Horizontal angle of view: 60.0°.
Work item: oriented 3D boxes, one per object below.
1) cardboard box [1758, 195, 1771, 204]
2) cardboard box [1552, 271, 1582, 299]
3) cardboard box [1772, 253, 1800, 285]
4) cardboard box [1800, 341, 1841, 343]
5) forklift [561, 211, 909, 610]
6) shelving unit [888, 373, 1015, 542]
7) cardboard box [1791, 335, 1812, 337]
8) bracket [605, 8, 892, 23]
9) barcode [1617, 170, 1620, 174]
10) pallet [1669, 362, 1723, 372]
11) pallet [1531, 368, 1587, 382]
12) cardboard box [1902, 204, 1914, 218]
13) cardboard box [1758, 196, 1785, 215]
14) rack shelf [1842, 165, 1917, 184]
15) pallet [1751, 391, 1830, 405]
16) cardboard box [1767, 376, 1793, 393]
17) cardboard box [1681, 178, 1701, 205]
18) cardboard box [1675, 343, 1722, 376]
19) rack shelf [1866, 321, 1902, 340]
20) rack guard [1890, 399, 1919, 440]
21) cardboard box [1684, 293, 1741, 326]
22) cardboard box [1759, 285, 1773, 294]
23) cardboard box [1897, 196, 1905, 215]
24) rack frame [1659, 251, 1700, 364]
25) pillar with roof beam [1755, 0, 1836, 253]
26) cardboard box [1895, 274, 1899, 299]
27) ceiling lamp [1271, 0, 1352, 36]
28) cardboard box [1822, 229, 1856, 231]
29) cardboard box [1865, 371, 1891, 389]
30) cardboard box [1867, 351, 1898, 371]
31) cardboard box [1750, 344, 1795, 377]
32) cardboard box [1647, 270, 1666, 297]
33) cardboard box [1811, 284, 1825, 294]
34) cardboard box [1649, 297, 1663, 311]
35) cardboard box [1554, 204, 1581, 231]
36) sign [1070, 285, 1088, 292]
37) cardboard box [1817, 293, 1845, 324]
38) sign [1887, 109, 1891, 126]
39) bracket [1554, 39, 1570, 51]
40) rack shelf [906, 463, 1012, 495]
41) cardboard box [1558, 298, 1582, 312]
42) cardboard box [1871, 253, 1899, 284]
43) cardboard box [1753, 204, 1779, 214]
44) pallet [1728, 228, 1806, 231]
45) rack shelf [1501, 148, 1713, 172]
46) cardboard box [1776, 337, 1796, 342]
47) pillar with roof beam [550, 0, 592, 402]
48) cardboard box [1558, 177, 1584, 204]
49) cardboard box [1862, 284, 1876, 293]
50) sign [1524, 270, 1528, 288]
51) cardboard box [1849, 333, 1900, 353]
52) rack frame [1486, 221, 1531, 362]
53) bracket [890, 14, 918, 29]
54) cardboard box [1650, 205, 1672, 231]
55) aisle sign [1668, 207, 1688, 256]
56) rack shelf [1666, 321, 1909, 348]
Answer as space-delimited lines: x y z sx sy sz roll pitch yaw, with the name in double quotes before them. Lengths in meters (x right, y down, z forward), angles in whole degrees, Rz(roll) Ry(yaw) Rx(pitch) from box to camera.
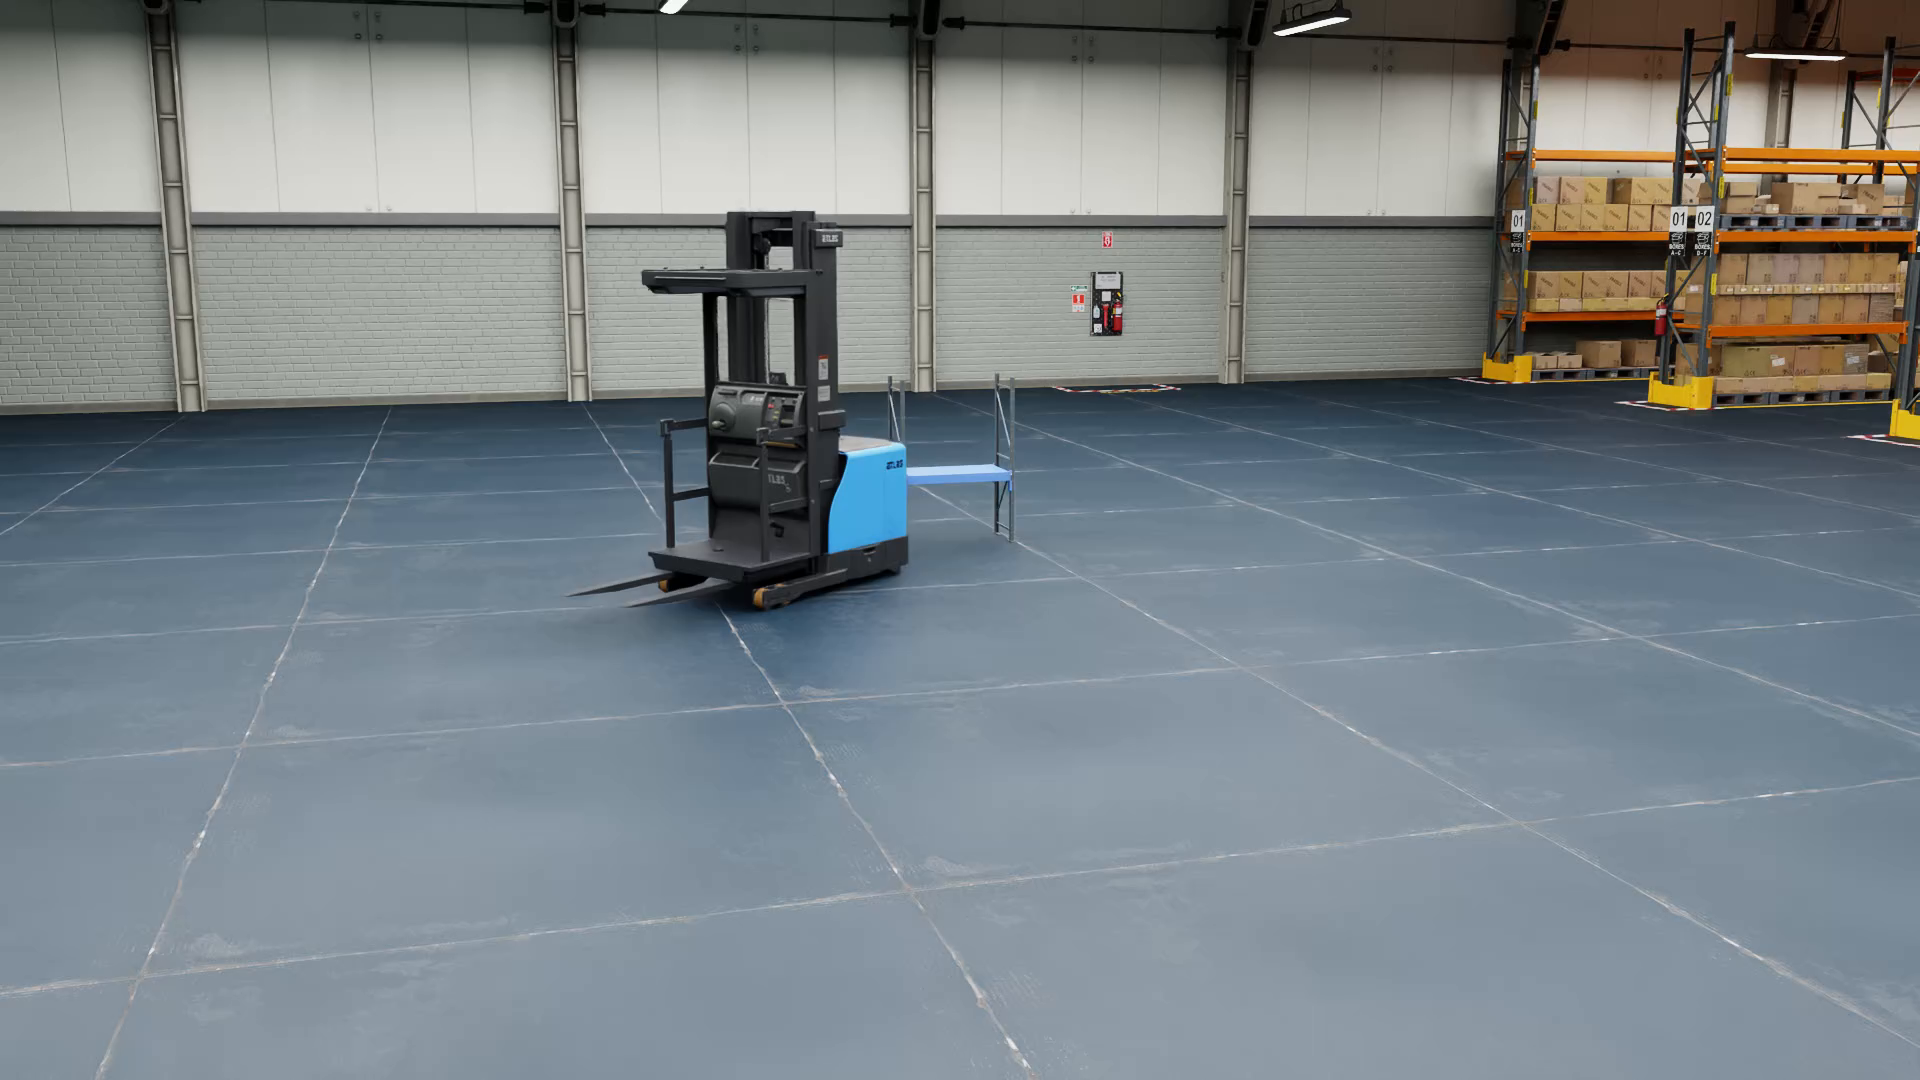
"cardboard box" 13.392 -5.534 27.441 0.500 0.311 0.500 -2 11 -9
"cardboard box" 11.457 -4.856 31.631 0.500 0.500 0.500 -3 11 -16
"cardboard box" 13.316 -4.460 27.330 0.500 0.500 0.700 -3 11 -16
"cardboard box" 14.656 -3.125 28.303 0.500 0.500 0.500 -3 11 -16
"forklift" -1.696 -1.016 12.675 1.130 2.935 3.031 7 13 35
"shelving unit" -0.082 -0.733 15.091 1.048 1.500 0.538 -3 11 -16
"cardboard box" 16.877 -4.253 33.687 0.500 0.250 0.500 -3 11 -15
"bracket" -3.443 -8.641 27.393 4.783 0.066 0.076 -3 11 -16
"barcode" 12.824 -7.172 32.393 0.075 0.075 0.001 -3 11 -16
"pallet" 15.025 -3.427 33.281 1.213 0.211 1.003 -3 11 -16
"pallet" 11.301 -3.223 32.177 1.213 0.211 1.003 -3 11 -16
"cardboard box" 16.261 -5.535 28.001 0.500 0.250 0.500 -2 11 -10
"cardboard box" 16.010 -6.566 32.908 0.500 0.500 0.500 -3 11 -18
"rack shelf" 20.039 -7.462 34.021 4.000 0.370 1.077 -3 11 -16
"pallet" 13.718 -2.431 27.871 1.213 0.211 1.003 -3 11 -16
"cardboard box" 13.362 -2.589 27.463 0.500 0.250 0.500 -3 11 -16
"cardboard box" 13.873 -6.712 32.046 0.500 0.500 0.500 -4 11 -21
"cardboard box" 12.258 -2.997 27.608 0.500 0.500 0.500 -3 11 -16
"rack shelf" 17.587 -3.645 28.751 4.000 0.370 1.077 -3 11 -16
"rack guard" 13.267 -1.617 22.650 0.348 0.500 1.175 -3 11 -16
"cardboard box" 12.278 -3.766 27.144 0.500 0.500 0.700 -3 11 -16
"cardboard box" 12.998 -4.084 27.083 0.250 0.149 0.380 -3 11 -17
"cardboard box" 19.062 -6.772 33.975 0.500 0.500 0.700 -4 11 -19
"rack frame" 14.278 -4.758 32.813 0.127 3.000 1.000 -3 11 -16
"pillar with roof beam" 17.832 -7.248 29.764 0.548 9.000 9.100 -3 11 -16
"cardboard box" 18.657 -5.146 33.767 0.500 0.500 0.500 -3 11 -14
"ceiling lamp" 5.077 -9.322 24.912 0.800 3.185 2.000 -3 11 -16
"cardboard box" 17.503 -6.319 33.194 0.500 0.311 0.500 -3 11 -16
"cardboard box" 15.282 -2.690 28.014 0.500 0.250 0.500 -3 11 -16
"cardboard box" 15.975 -3.098 28.679 0.500 0.311 0.500 -3 11 -16
"cardboard box" 13.359 -2.960 27.406 0.500 0.500 0.500 -3 11 -16
"cardboard box" 13.433 -4.959 32.192 0.500 0.500 0.500 -3 11 -16
"cardboard box" 13.992 -4.137 27.368 0.250 0.149 0.380 -3 11 -14
"cardboard box" 13.428 -4.594 32.279 0.500 0.250 0.500 -3 11 -16
"cardboard box" 11.354 -6.085 31.401 0.500 0.500 0.500 -2 11 -12
"sign" 2.171 -4.587 30.317 0.331 0.109 0.001 -3 11 -16
"cardboard box" 14.255 -3.871 27.714 0.500 0.500 0.700 -3 11 -15
"sign" 18.280 -8.316 32.768 0.005 0.325 0.100 -3 11 -16
"bracket" 11.366 -9.422 31.633 0.430 0.232 0.235 -3 11 -16
"rack shelf" -0.082 -0.556 15.123 1.000 0.185 0.538 -3 11 -16
"cardboard box" 11.490 -4.490 31.716 0.500 0.250 0.500 -3 11 -18
"cardboard box" 15.242 -4.561 27.882 0.500 0.500 0.700 -3 11 -16
"cardboard box" 13.005 -5.351 26.894 0.250 0.149 0.380 -3 11 -16
"pallet" 15.896 -6.207 32.916 1.003 0.211 1.213 -3 11 -16
"rack shelf" 12.358 -7.252 31.786 4.000 0.370 1.077 -3 11 -16
"cardboard box" 16.446 -3.867 33.657 0.500 0.500 0.700 -3 11 -16
"pillar with roof beam" -5.211 -6.033 23.167 0.548 9.000 9.100 -3 11 -16
"cardboard box" 11.371 -6.576 31.307 0.500 0.500 0.500 -3 11 -17
"cardboard box" 14.977 -4.189 27.651 0.250 0.149 0.380 -3 11 -18
"sign" 10.590 -4.888 31.123 0.005 0.325 0.100 -3 11 -16
"cardboard box" 18.862 -4.125 34.148 0.750 0.750 0.750 -3 11 -17
"rack frame" 10.438 -4.556 31.714 0.127 3.000 1.000 -3 11 -16
"bracket" -0.953 -8.773 28.106 0.430 0.232 0.235 -3 11 -16
"cardboard box" 13.373 -6.201 32.031 0.500 0.500 0.500 -4 11 -21
"aisle sign" 11.681 -5.021 27.061 0.004 0.787 0.394 -3 11 -16
"rack shelf" 13.746 -3.443 27.652 4.000 0.370 1.077 -3 11 -16
